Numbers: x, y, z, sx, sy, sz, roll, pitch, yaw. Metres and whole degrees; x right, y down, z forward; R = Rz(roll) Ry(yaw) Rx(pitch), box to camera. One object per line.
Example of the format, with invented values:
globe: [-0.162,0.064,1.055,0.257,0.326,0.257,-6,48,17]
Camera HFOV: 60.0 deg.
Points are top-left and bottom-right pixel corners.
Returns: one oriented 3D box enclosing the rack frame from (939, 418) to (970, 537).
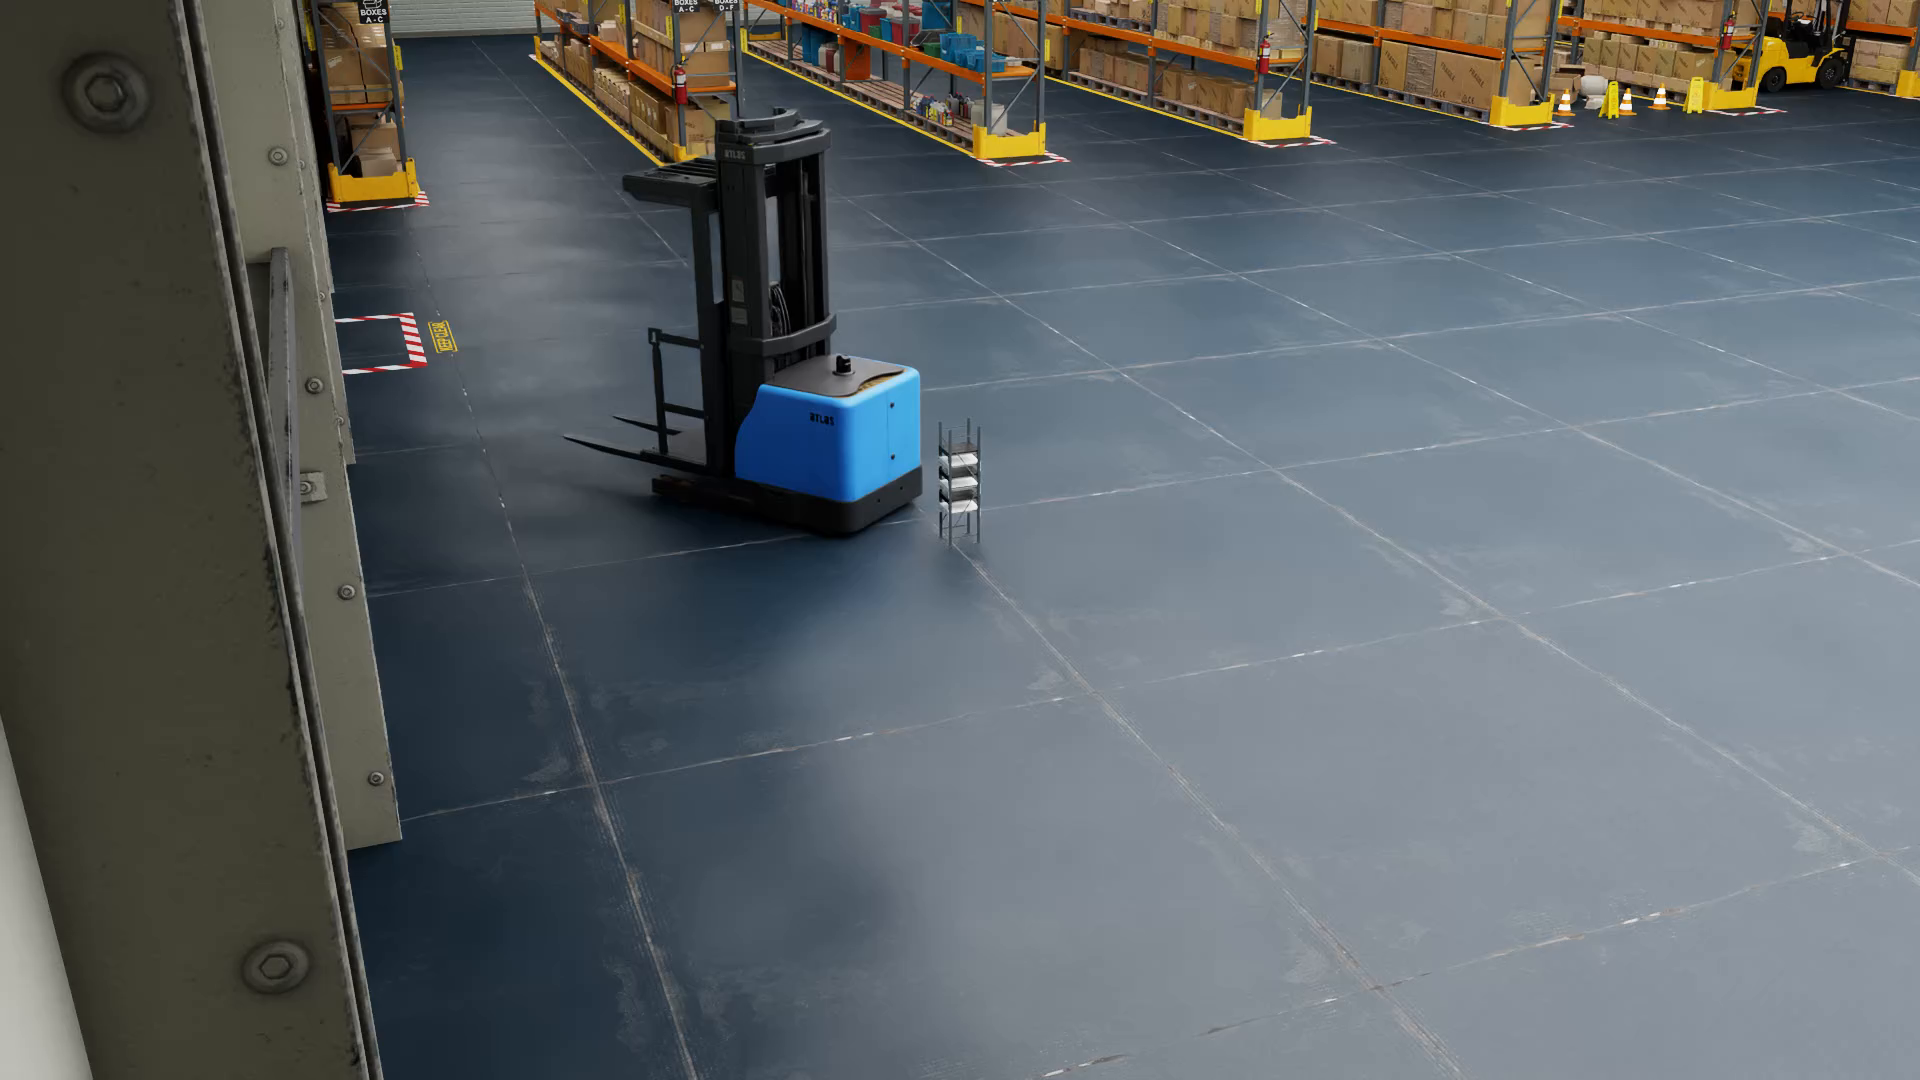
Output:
rack frame: [-0.039,-0.455,12.170,0.240,0.900,0.006,-8,24,-19]

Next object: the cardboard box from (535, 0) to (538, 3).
cardboard box: [-9.505,-12.634,38.235,0.500,0.500,0.500,-8,24,-18]

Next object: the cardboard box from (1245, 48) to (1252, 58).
cardboard box: [5.124,-8.380,28.594,0.380,0.149,0.250,-8,24,-19]

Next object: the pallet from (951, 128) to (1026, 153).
pallet: [0.519,-6.682,27.833,1.003,0.211,1.213,-8,24,-19]

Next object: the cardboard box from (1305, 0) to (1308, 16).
cardboard box: [7.622,-11.359,35.209,0.500,0.500,0.500,-8,24,-19]

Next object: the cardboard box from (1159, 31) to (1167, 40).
cardboard box: [3.963,-9.456,31.146,0.380,0.149,0.250,-8,24,-19]

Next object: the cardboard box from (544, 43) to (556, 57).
cardboard box: [-9.135,-11.122,37.749,0.500,0.250,0.500,-8,24,-19]

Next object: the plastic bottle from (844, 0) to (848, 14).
plastic bottle: [-2.442,-11.229,35.093,0.144,0.351,0.185,-8,24,-19]

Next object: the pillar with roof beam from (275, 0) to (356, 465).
pillar with roof beam: [-1.186,-5.422,13.527,9.100,9.000,0.400,-8,24,-19]

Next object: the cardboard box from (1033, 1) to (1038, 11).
cardboard box: [1.916,-11.798,36.252,0.500,0.500,0.500,-9,25,-21]

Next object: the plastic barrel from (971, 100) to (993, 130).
plastic barrel: [0.391,-7.108,27.915,0.421,0.512,0.421,0,23,0]

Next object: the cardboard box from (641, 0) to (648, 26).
cardboard box: [-4.834,-8.726,27.291,0.700,0.500,0.500,-8,24,-19]

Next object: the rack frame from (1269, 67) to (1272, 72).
rack frame: [7.356,-11.881,36.576,1.000,3.000,0.127,-8,24,-19]

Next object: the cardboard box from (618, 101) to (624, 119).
cardboard box: [-5.771,-7.647,29.530,0.500,0.250,0.500,-9,24,-20]

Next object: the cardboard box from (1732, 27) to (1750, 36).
cardboard box: [14.851,-9.726,31.787,0.380,0.149,0.250,-8,24,-19]

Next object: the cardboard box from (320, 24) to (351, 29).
cardboard box: [-9.838,-7.831,26.169,0.500,0.500,0.500,-9,24,-20]

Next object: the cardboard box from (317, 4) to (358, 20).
cardboard box: [-11.047,-9.277,29.704,0.700,0.500,0.500,-11,25,-25]

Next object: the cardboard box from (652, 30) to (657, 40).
cardboard box: [-4.712,-8.084,26.604,0.380,0.149,0.250,-9,24,-19]

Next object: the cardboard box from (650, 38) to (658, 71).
cardboard box: [-4.648,-7.938,27.092,0.700,0.500,0.500,-8,24,-18]

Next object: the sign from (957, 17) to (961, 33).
sign: [-0.022,-9.303,30.103,0.100,0.325,0.005,-8,24,-19]

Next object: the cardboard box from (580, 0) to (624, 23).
cardboard box: [-6.917,-10.332,32.232,0.700,0.500,0.500,-18,29,-36]

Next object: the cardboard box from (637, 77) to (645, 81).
cardboard box: [-5.633,-8.353,30.484,0.500,0.311,0.500,-8,24,-18]

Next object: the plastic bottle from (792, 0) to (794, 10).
plastic bottle: [-3.637,-11.765,36.452,0.061,0.283,0.133,-8,24,-19]

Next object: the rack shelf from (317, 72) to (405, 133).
rack shelf: [-9.103,-6.686,25.178,1.077,0.370,4.000,-8,24,-19]

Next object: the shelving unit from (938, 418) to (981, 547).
shelving unit: [-0.003,-0.418,12.082,0.258,0.900,0.210,-8,24,-19]

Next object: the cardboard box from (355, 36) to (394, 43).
cardboard box: [-8.625,-7.161,24.580,0.500,0.500,0.500,-9,25,-21]

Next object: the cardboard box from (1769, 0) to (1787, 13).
cardboard box: [17.919,-11.674,35.958,0.500,0.500,0.500,-9,24,-20]

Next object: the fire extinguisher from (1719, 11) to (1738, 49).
fire extinguisher: [14.386,-9.549,31.144,0.296,0.674,0.183,-8,24,-19]

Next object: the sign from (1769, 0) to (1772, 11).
sign: [15.284,-10.163,31.386,0.100,0.325,0.005,-8,24,-19]

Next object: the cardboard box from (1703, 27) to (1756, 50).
cardboard box: [17.544,-11.396,37.942,0.875,0.625,0.625,-9,24,-20]

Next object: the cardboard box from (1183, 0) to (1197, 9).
cardboard box: [4.368,-9.866,29.996,0.500,0.500,0.500,-8,24,-19]

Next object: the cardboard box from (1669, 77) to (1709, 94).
cardboard box: [14.231,-8.882,32.460,0.500,0.250,0.500,-8,24,-19]

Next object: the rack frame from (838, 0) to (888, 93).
rack frame: [-1.954,-10.557,33.436,1.000,3.000,0.127,-8,24,-19]

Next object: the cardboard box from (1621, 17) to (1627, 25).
cardboard box: [13.613,-10.505,33.634,0.380,0.149,0.250,-8,24,-19]

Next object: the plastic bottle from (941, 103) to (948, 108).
plastic bottle: [-0.297,-7.508,29.141,0.152,0.276,0.135,-8,24,-19]

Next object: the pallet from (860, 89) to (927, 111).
pallet: [-1.289,-8.543,32.247,1.003,0.211,1.213,-8,24,-19]

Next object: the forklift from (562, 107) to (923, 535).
forklift: [-1.815,-1.802,12.752,3.031,2.935,1.130,13,26,29]

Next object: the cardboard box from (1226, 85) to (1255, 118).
cardboard box: [5.058,-7.813,29.603,0.500,0.500,0.500,-2,23,-5]

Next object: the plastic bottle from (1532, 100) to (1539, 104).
plastic bottle: [11.275,-8.542,32.437,0.133,0.061,0.283,-18,29,-37]

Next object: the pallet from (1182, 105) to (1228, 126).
pallet: [4.798,-7.815,30.520,1.003,0.211,1.213,-8,24,-19]

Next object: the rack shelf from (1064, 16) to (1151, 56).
rack shelf: [3.386,-10.179,33.464,1.077,0.370,4.000,-8,24,-19]

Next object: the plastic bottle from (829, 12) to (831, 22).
plastic bottle: [-2.635,-10.718,34.072,0.097,0.201,0.097,0,23,0]

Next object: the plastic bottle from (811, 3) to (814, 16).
plastic bottle: [-3.101,-11.229,35.195,0.097,0.271,0.097,0,23,0]

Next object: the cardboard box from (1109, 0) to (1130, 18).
cardboard box: [3.394,-10.642,32.963,0.797,0.503,0.637,-6,24,-14]

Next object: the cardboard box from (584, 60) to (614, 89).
cardboard box: [-7.139,-9.237,32.956,0.500,0.500,0.500,-7,24,-17]

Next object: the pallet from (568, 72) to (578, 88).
pallet: [-7.680,-9.757,35.128,1.003,0.211,1.213,-8,24,-19]

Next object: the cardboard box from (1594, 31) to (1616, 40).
cardboard box: [13.308,-10.409,34.283,0.380,0.149,0.250,-8,24,-18]

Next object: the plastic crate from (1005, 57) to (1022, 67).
plastic crate: [0.857,-7.898,27.467,0.298,0.136,0.250,-8,24,-19]

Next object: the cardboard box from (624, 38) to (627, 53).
cardboard box: [-5.659,-8.658,29.102,0.396,0.266,0.258,-9,24,-20]

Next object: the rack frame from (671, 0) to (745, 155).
rack frame: [-3.763,-6.972,24.930,1.000,3.000,0.127,-8,24,-19]

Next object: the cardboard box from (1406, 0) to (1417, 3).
cardboard box: [9.170,-10.671,32.123,0.875,0.550,0.550,-8,24,-19]

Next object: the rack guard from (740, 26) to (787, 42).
rack guard: [-4.801,-12.319,40.834,1.175,0.500,0.348,-8,24,-19]

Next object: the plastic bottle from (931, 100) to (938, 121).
plastic bottle: [-0.427,-7.513,29.056,0.144,0.351,0.185,-9,24,-19]

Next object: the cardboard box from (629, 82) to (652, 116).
cardboard box: [-5.305,-7.486,28.183,0.500,0.500,0.500,-8,24,-19]

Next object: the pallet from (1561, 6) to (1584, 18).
pallet: [13.230,-11.352,35.569,1.003,0.211,1.213,-8,24,-19]

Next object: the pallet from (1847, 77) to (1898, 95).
pallet: [19.110,-9.359,34.184,1.003,0.211,1.213,-8,24,-19]
